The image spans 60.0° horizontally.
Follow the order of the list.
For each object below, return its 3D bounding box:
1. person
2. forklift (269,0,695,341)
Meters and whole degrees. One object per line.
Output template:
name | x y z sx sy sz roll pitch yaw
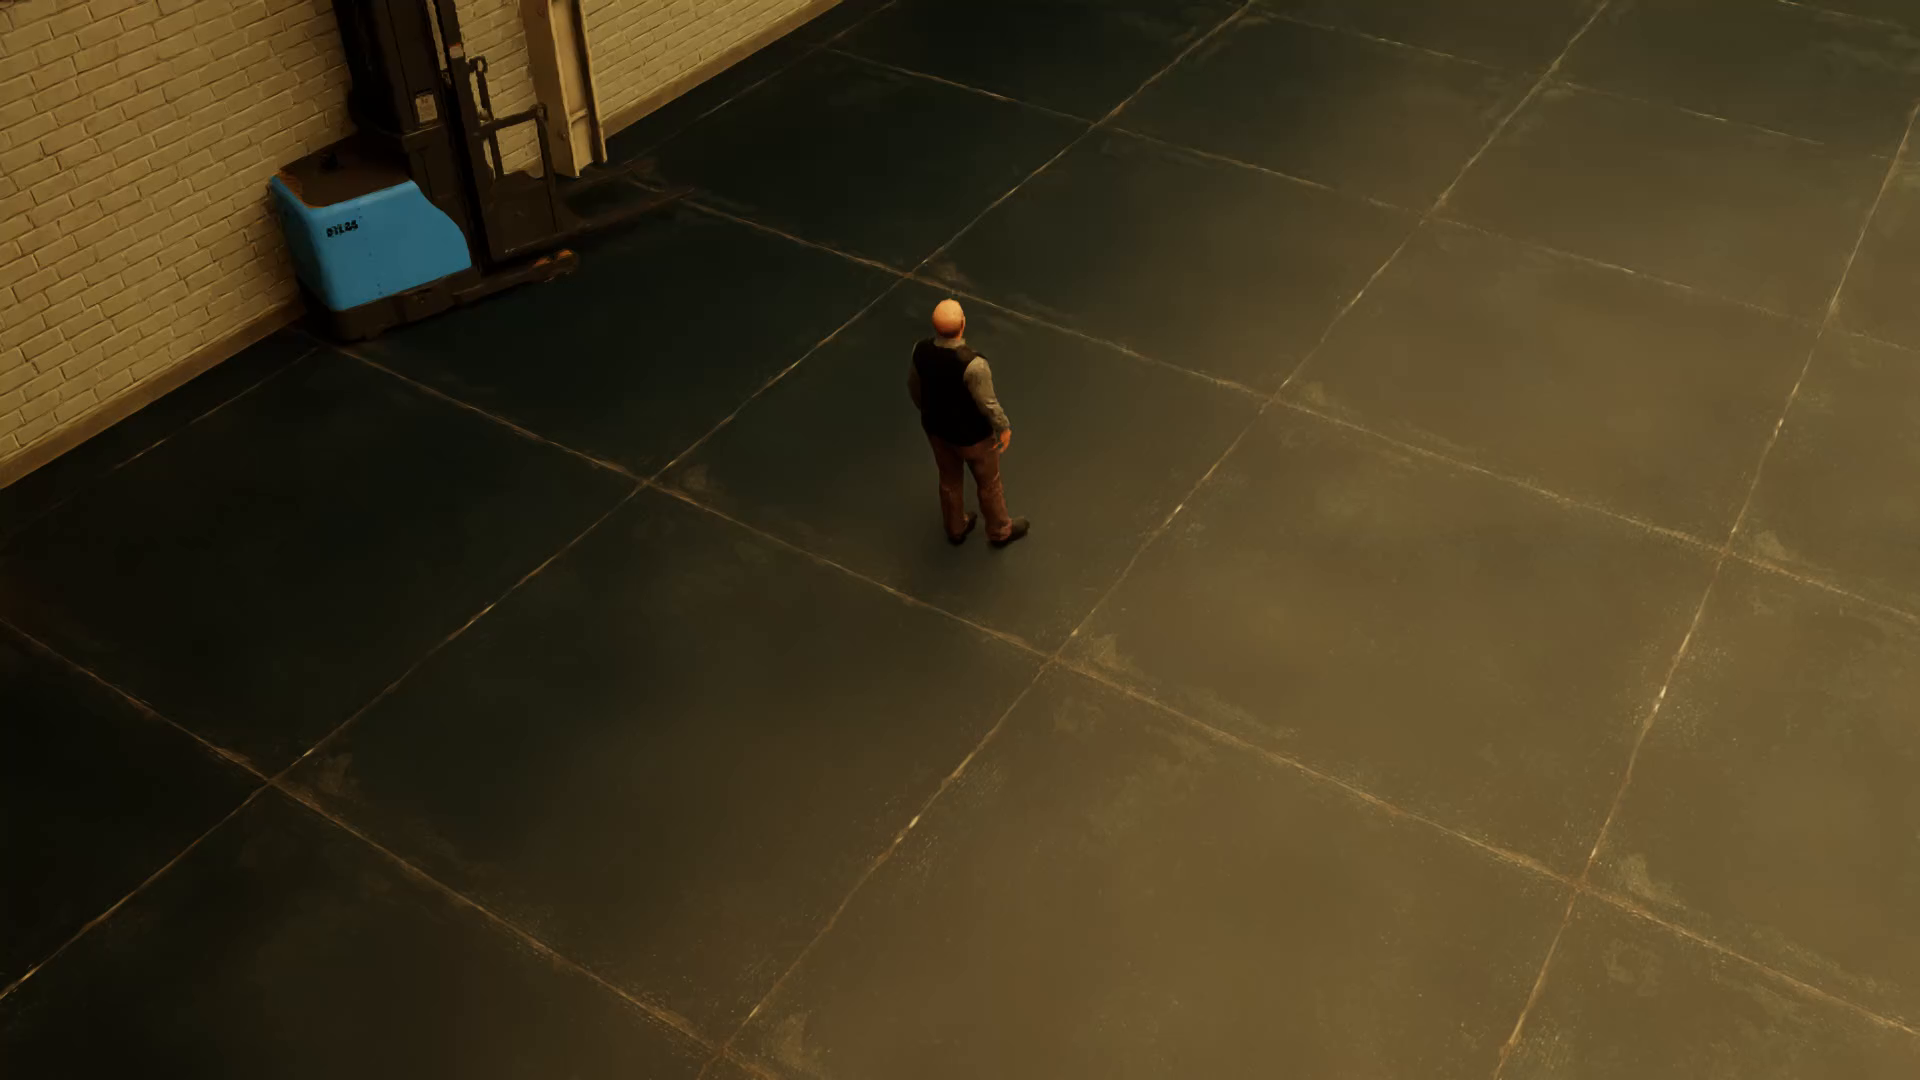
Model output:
person | 0.040 -0.694 9.710 0.632 1.720 0.567 22 45 24
forklift | -3.501 -3.311 11.874 3.031 2.935 1.130 -26 47 -28
